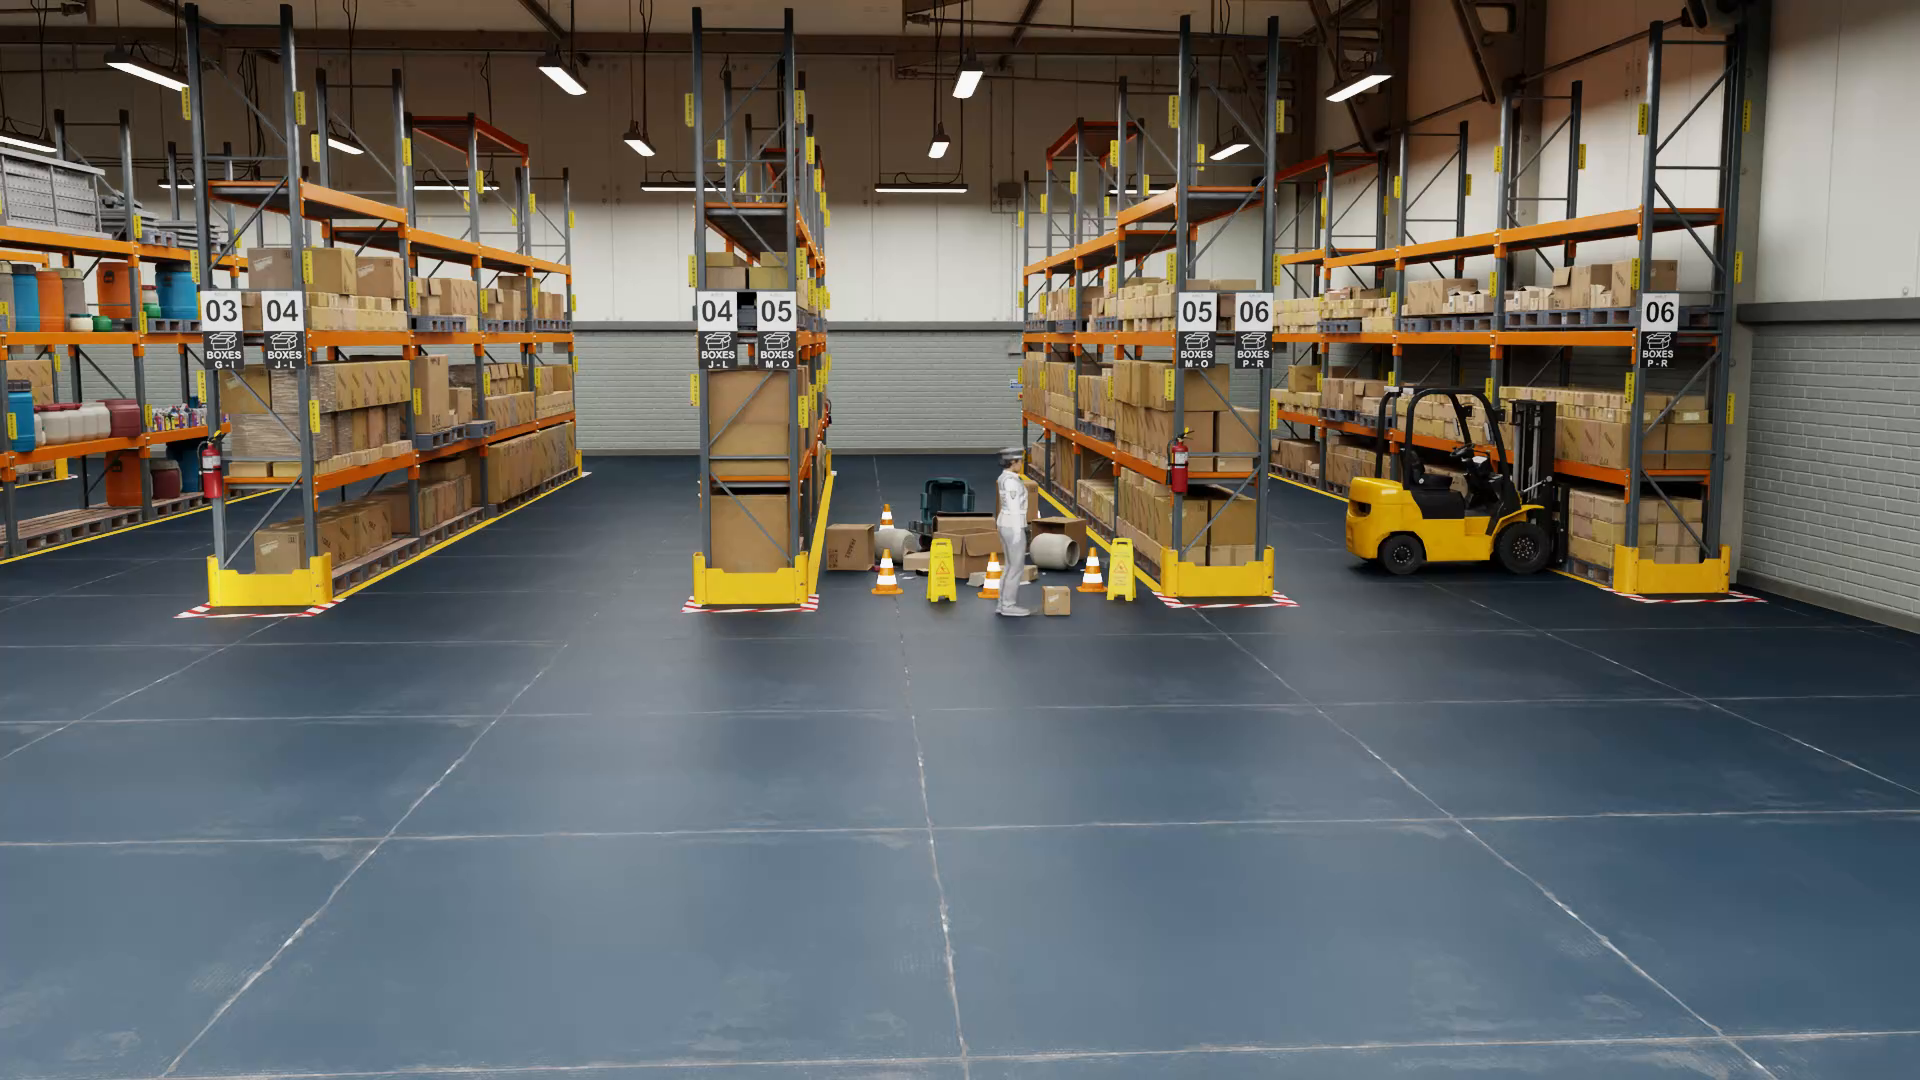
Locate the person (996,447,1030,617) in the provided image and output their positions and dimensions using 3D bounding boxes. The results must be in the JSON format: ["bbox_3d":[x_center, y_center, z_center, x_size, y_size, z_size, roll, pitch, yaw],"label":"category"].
[{"bbox_3d":[0.527,-0.086,16.468,0.328,1.662,0.469,-1,7,-9],"label":"person"}]
